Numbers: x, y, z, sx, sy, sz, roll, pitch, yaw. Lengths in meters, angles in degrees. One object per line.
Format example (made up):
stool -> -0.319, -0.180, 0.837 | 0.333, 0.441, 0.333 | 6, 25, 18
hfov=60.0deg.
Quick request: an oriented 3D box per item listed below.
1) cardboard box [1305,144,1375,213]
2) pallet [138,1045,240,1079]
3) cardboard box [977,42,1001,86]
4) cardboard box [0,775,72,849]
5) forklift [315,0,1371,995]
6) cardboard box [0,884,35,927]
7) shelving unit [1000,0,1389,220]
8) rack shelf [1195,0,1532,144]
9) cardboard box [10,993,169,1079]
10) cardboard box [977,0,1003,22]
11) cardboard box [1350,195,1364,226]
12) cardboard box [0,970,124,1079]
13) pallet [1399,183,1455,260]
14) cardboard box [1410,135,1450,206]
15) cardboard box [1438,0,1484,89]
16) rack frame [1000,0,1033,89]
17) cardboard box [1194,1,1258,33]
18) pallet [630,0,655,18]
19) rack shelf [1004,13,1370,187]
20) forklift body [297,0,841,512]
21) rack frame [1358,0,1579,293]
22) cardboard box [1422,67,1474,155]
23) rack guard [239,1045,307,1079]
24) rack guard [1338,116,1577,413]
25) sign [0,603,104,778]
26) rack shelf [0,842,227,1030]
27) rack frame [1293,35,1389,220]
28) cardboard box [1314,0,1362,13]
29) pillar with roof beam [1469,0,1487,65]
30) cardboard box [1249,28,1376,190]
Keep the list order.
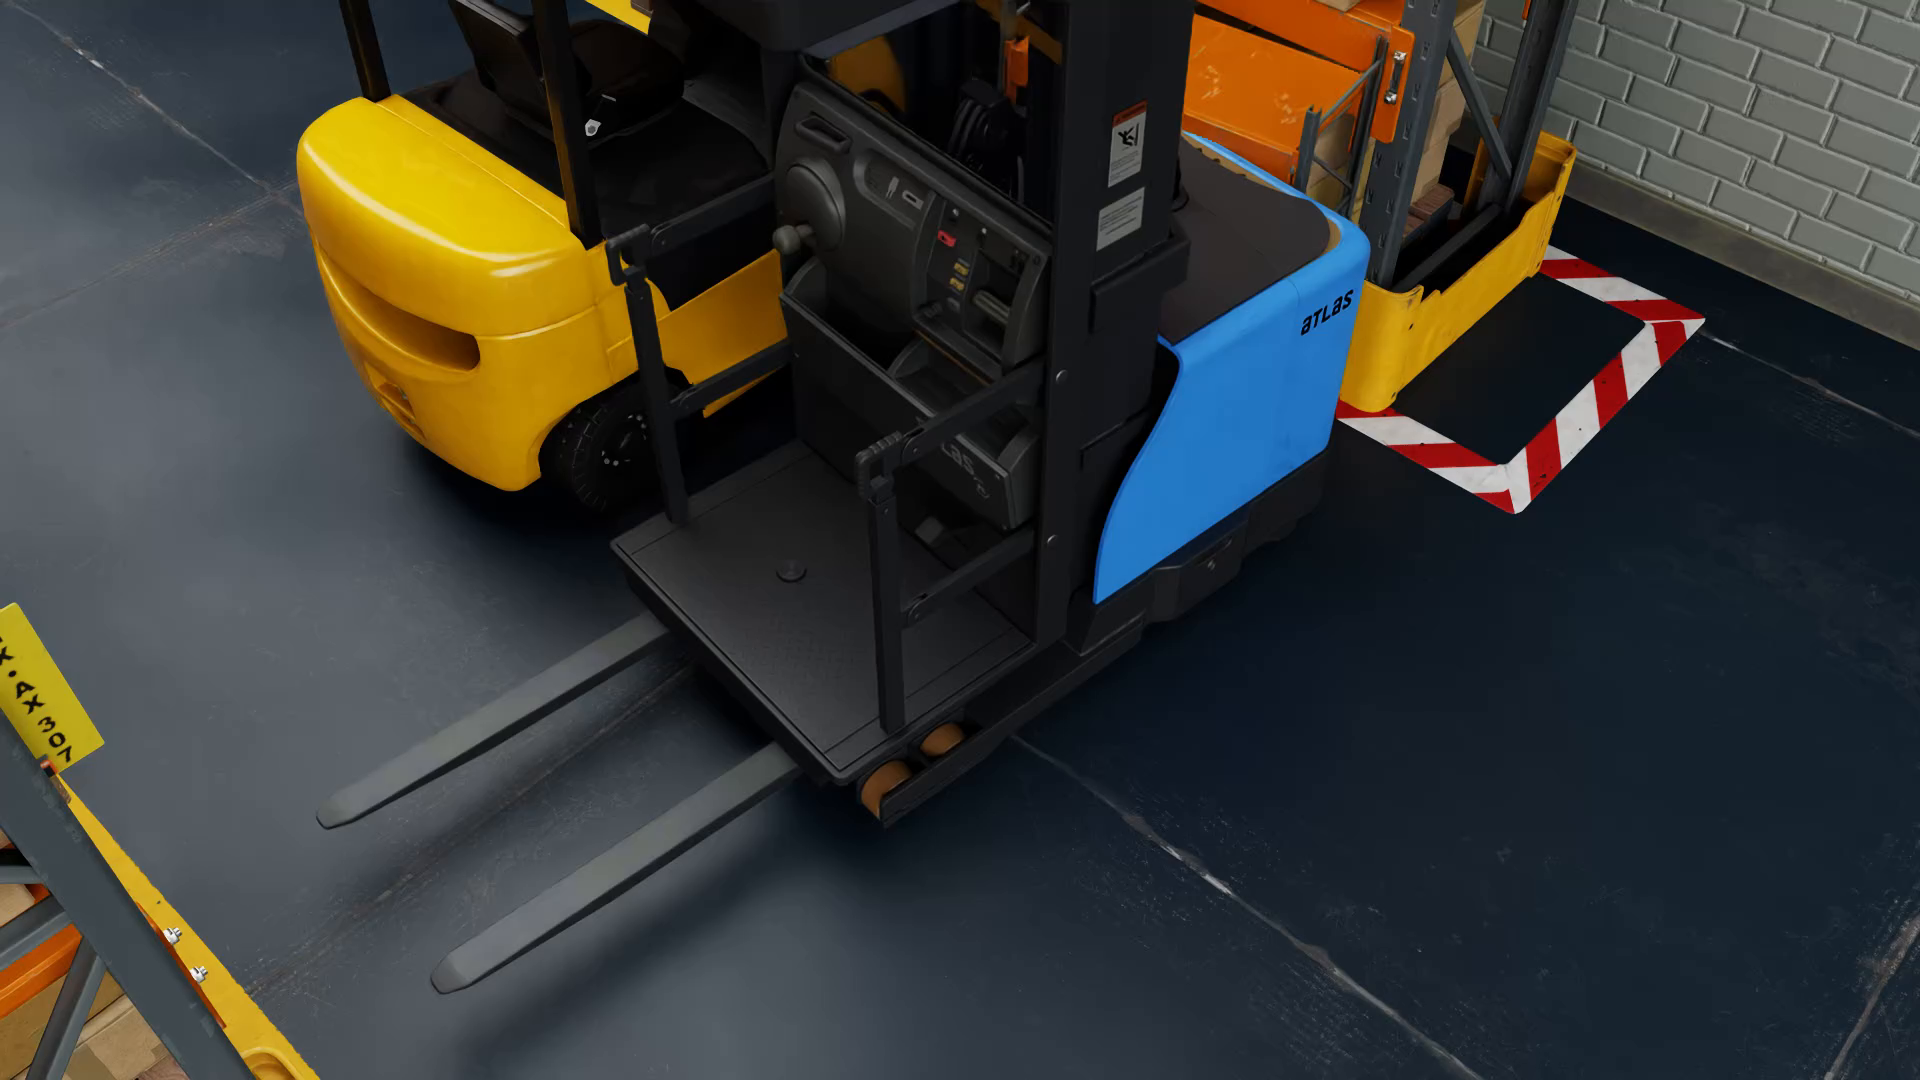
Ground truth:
cardboard box -> 1.090, -1.297, 5.665 | 0.500, 0.250, 0.500 | 33, 55, 27
pallet -> -2.333, 1.307, 3.878 | 1.213, 0.211, 1.003 | 34, 55, 28
cardboard box -> 0.335, -1.795, 6.133 | 0.500, 0.250, 0.500 | 33, 55, 27
cardboard box -> -1.864, 0.292, 2.646 | 0.500, 0.500, 0.500 | 33, 55, 27
forklift -> -0.296, -0.677, 3.875 | 3.031, 2.935, 1.130 | -32, 55, -26
cardboard box -> -1.814, 0.618, 2.784 | 0.250, 0.149, 0.380 | 34, 55, 28
shelving unit -> 0.693, -1.180, 5.364 | 1.048, 1.125, 0.538 | 28, 53, 22
rack shelf -> 0.190, -2.593, 6.120 | 4.000, 0.370, 1.077 | 34, 55, 28
cardboard box -> -2.110, 1.061, 3.794 | 0.500, 0.250, 0.500 | 33, 55, 27
cardboard box -> 0.353, -1.949, 5.935 | 0.500, 0.250, 0.500 | 35, 56, 28
cardboard box -> 1.100, -1.116, 5.838 | 0.500, 0.250, 0.500 | 34, 56, 28
cardboard box -> -2.127, 0.793, 3.531 | 0.500, 0.500, 0.500 | 32, 55, 27
pallet -> 1.069, -1.251, 6.280 | 1.213, 0.211, 1.003 | 34, 55, 28
cardboard box -> 1.431, -1.400, 6.105 | 0.500, 0.250, 0.500 | 34, 56, 28
cardboard box -> 1.435, -1.734, 5.733 | 0.500, 0.250, 0.500 | 33, 55, 27
rack frame -> 0.277, -1.400, 5.556 | 0.032, 1.125, 0.500 | 28, 53, 22
cardboard box -> 0.730, -1.705, 5.705 | 0.500, 0.250, 0.500 | 35, 56, 28
pallet -> -0.724, -2.458, 7.413 | 1.213, 0.211, 1.003 | 34, 55, 28
rack shelf -> 0.697, -1.376, 5.147 | 1.000, 0.278, 0.538 | 28, 53, 22
forklift body -> -0.971, -1.520, 5.202 | 1.214, 2.155, 2.313 | 34, 55, 28
rack frame -> 1.659, -1.850, 4.930 | 0.127, 3.000, 1.000 | 34, 55, 28
cardboard box -> 1.455, -1.567, 5.919 | 0.500, 0.250, 0.500 | 35, 56, 28
rack guard -> -1.760, 1.629, 3.378 | 0.348, 0.500, 1.175 | 34, 55, 28
rack guard -> 1.677, -0.983, 5.830 | 0.348, 0.500, 1.175 | 34, 55, 28
sign -> -1.337, 0.224, 2.388 | 0.005, 0.325, 0.100 | 34, 55, 28
rack shelf -> -3.174, 0.068, 3.622 | 4.000, 0.370, 1.077 | 34, 55, 28
rack frame -> 1.110, -0.960, 5.173 | 0.032, 1.125, 0.500 | 28, 53, 22
cardboard box -> 1.120, -1.987, 4.989 | 0.500, 0.500, 0.500 | 33, 55, 27
pillar with roof beam -> -1.161, -2.424, 1.354 | 0.400, 9.000, 9.100 | 34, 55, 28
cardboard box -> 1.109, -1.455, 5.471 | 0.500, 0.250, 0.500 | 36, 56, 29
